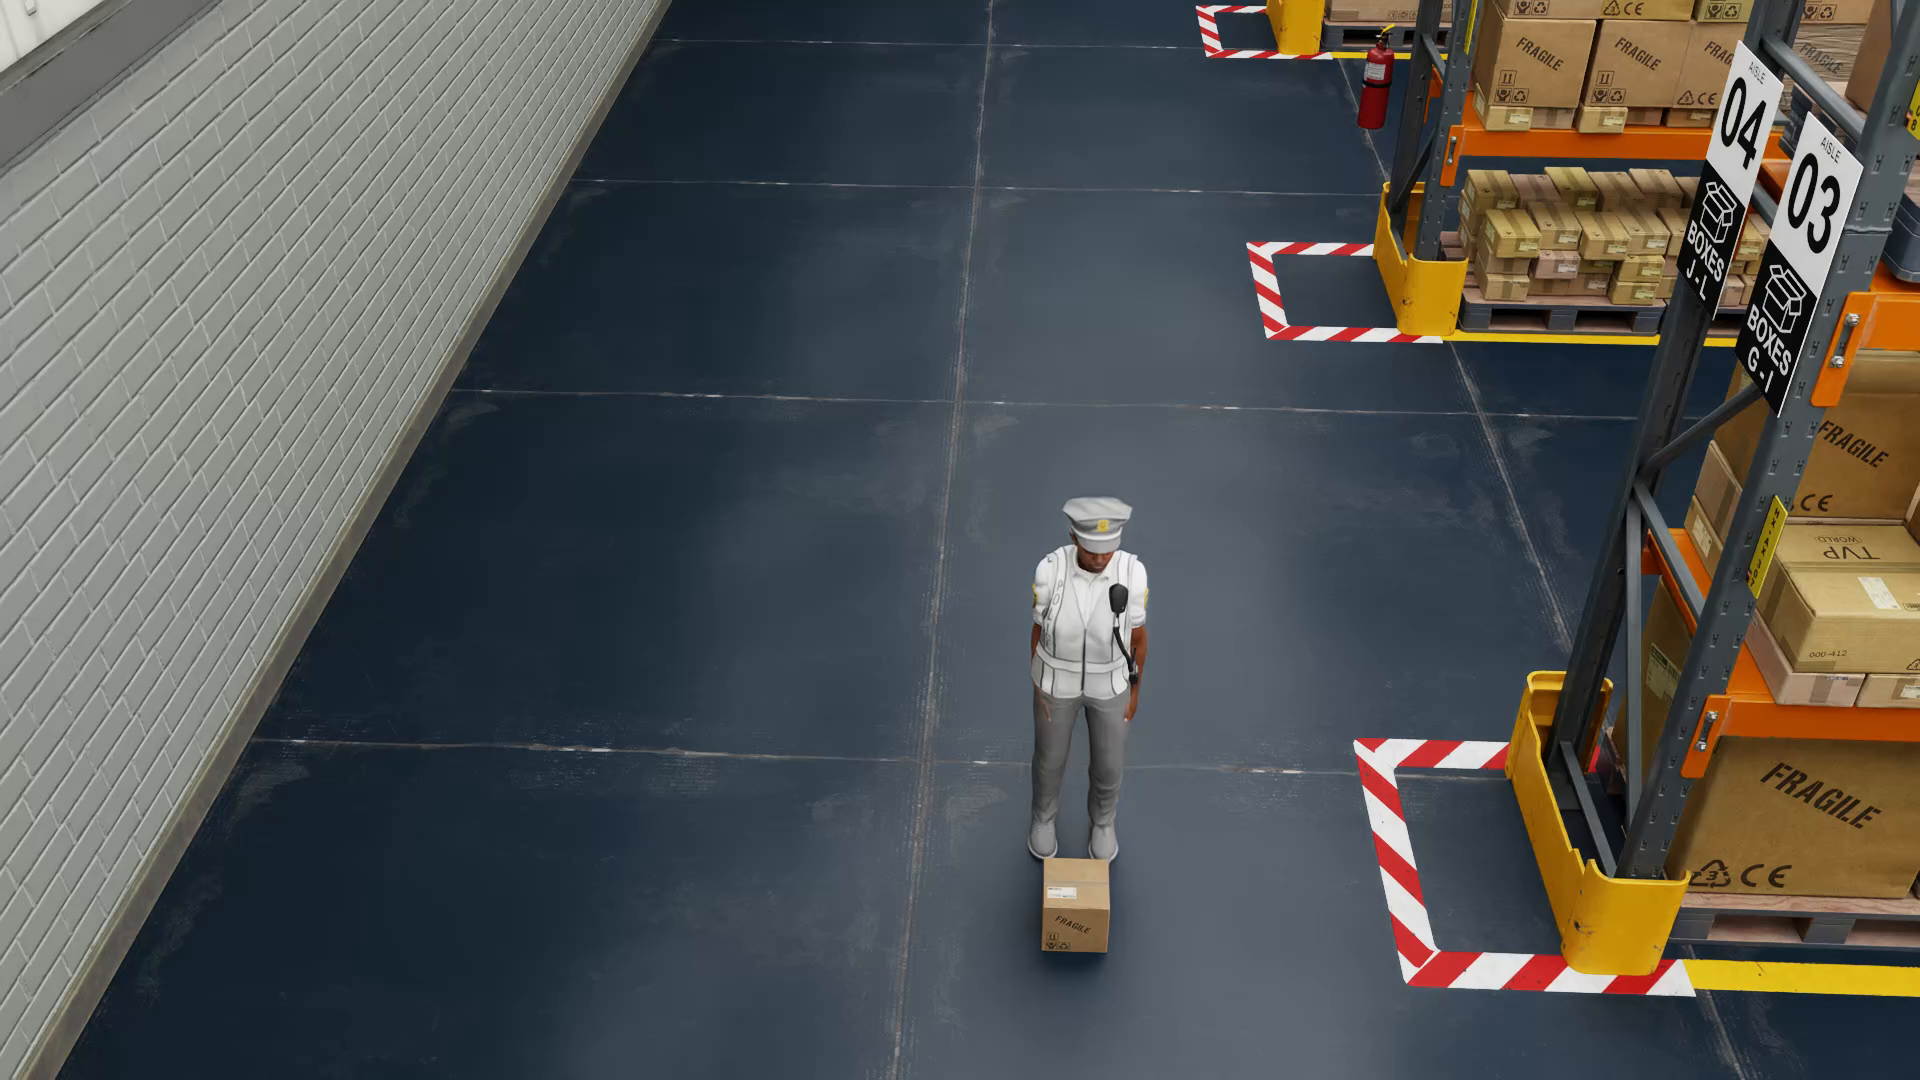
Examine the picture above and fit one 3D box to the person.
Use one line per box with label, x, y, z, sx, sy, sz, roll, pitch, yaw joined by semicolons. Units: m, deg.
person;0.484;0.553;6.349;0.438;1.669;0.341;2;36;3
